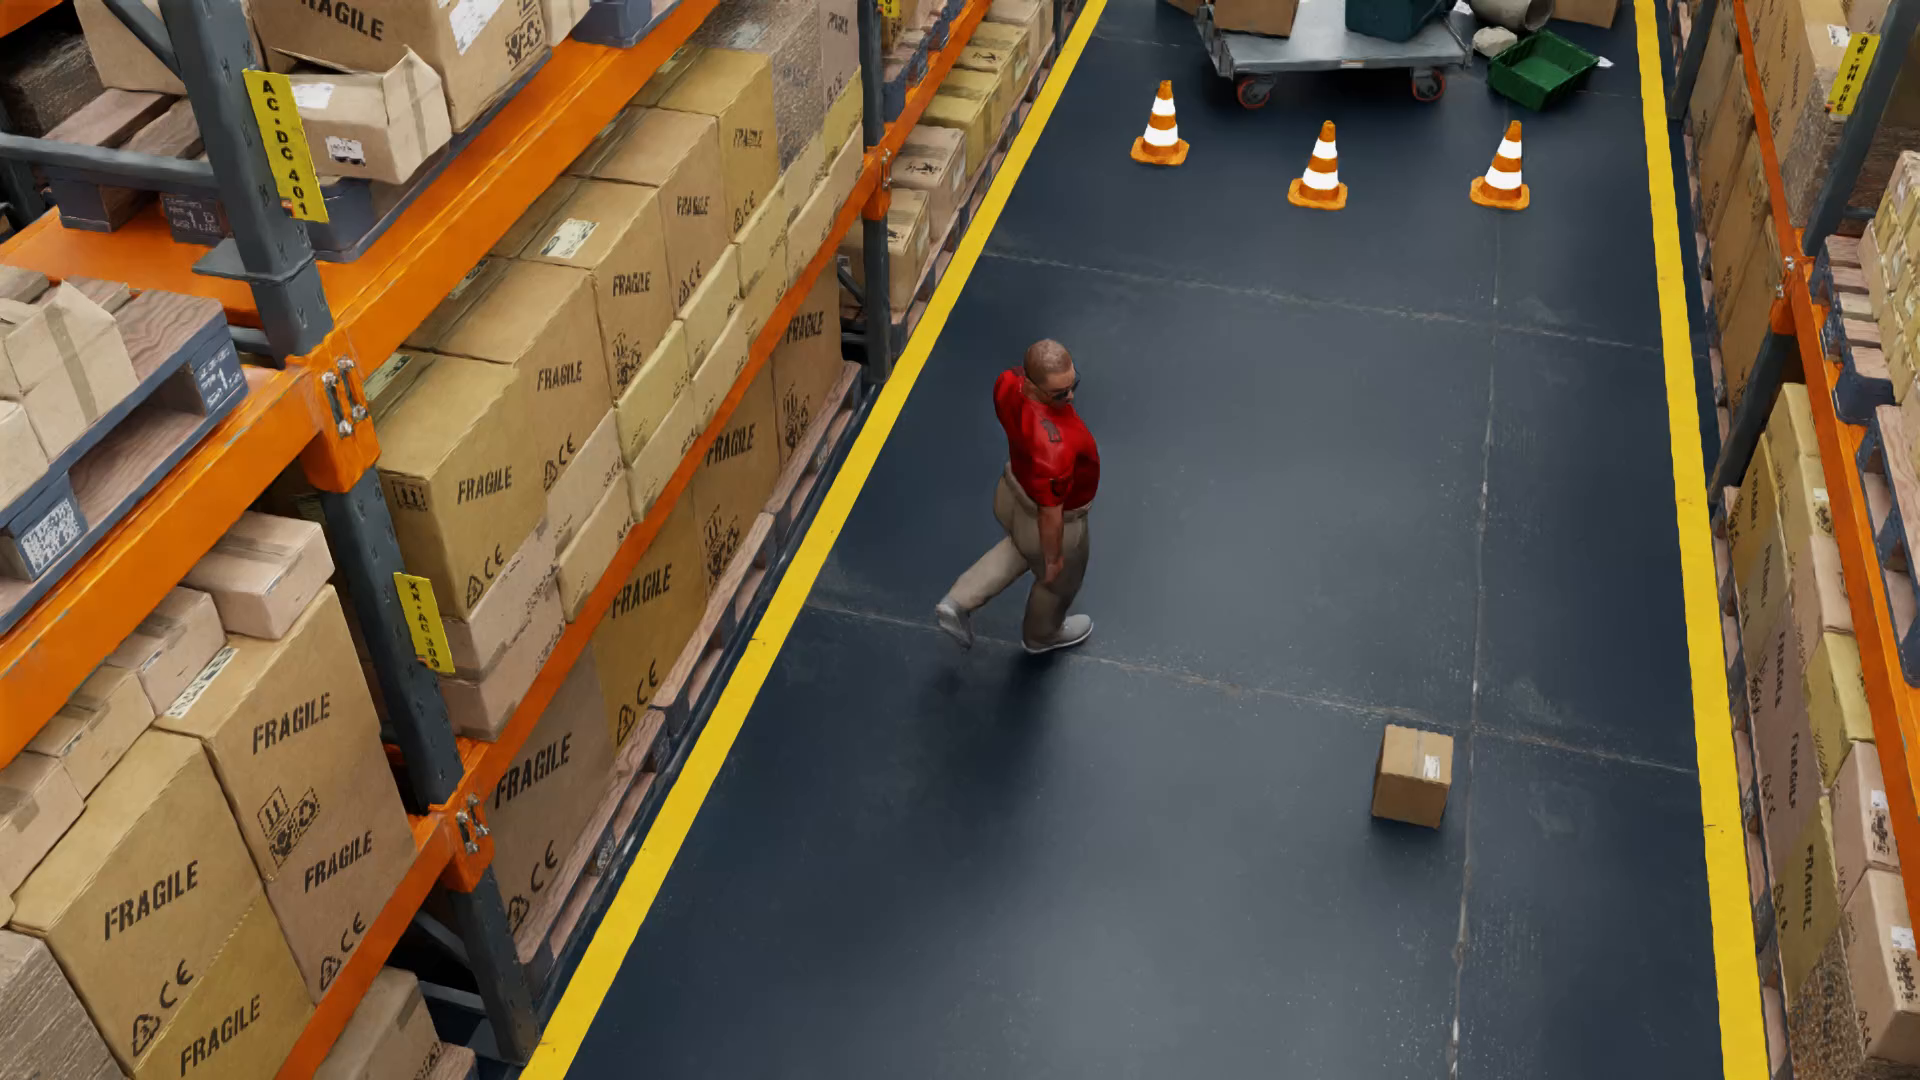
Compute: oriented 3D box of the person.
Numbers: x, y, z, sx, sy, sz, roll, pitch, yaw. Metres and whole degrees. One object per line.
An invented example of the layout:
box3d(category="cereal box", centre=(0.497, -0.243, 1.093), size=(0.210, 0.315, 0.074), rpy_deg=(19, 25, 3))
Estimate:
box3d(category="person", centre=(0.287, -0.100, 6.307), size=(0.715, 1.688, 0.606), rpy_deg=(-17, 44, -19))
